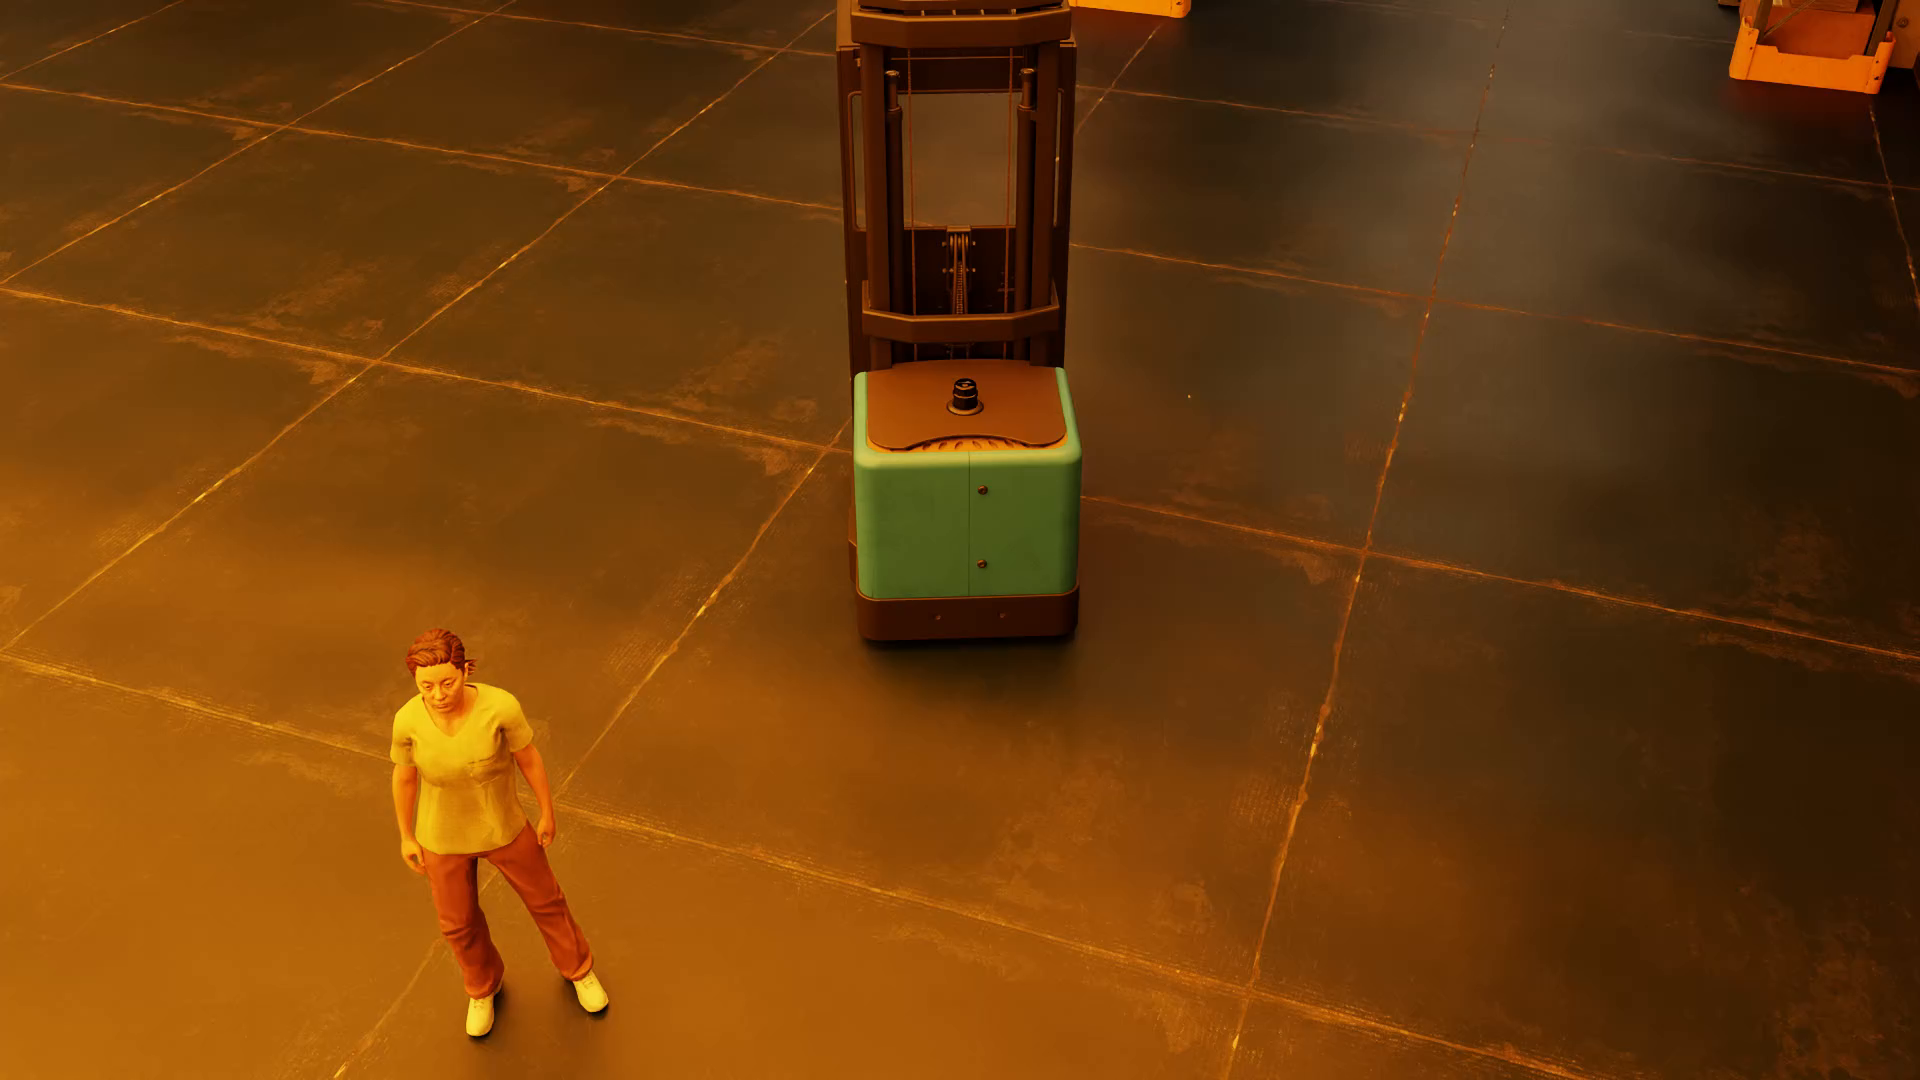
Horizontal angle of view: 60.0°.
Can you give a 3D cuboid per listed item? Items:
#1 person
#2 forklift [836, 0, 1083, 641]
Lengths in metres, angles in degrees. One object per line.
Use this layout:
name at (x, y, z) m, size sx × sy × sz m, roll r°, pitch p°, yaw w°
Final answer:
person at (-1.635, 1.008, 5.776) m, size 0.591 × 1.674 × 0.401 m, roll -9°, pitch 36°, yaw -12°
forklift at (-0.029, -1.547, 8.293) m, size 1.130 × 2.935 × 3.031 m, roll -2°, pitch 35°, yaw -2°
